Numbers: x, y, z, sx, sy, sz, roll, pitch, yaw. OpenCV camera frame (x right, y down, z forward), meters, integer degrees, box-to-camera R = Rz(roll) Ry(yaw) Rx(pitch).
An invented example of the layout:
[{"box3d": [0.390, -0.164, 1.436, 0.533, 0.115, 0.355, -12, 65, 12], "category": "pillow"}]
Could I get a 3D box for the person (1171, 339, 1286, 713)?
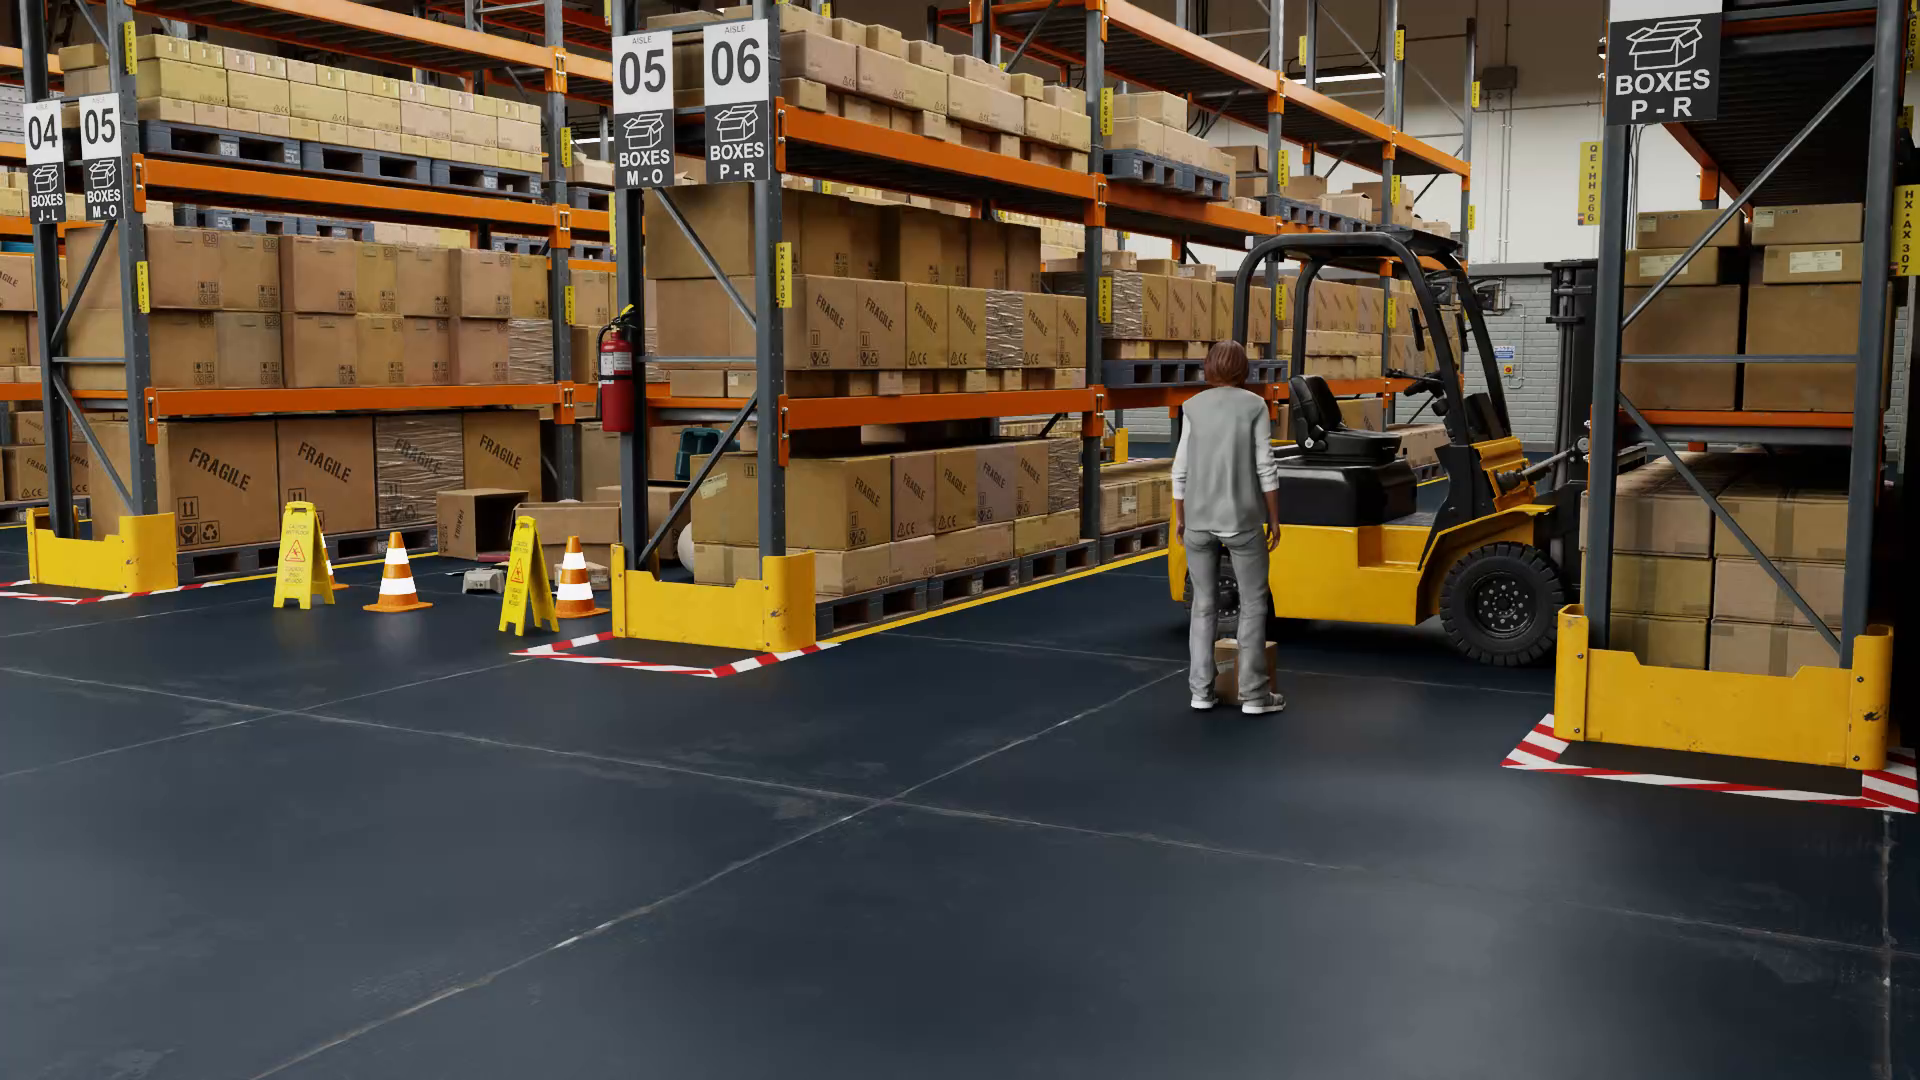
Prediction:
[{"box3d": [1.141, -0.058, 7.109, 0.484, 1.592, 0.346, 3, 7, 25], "category": "person"}]
